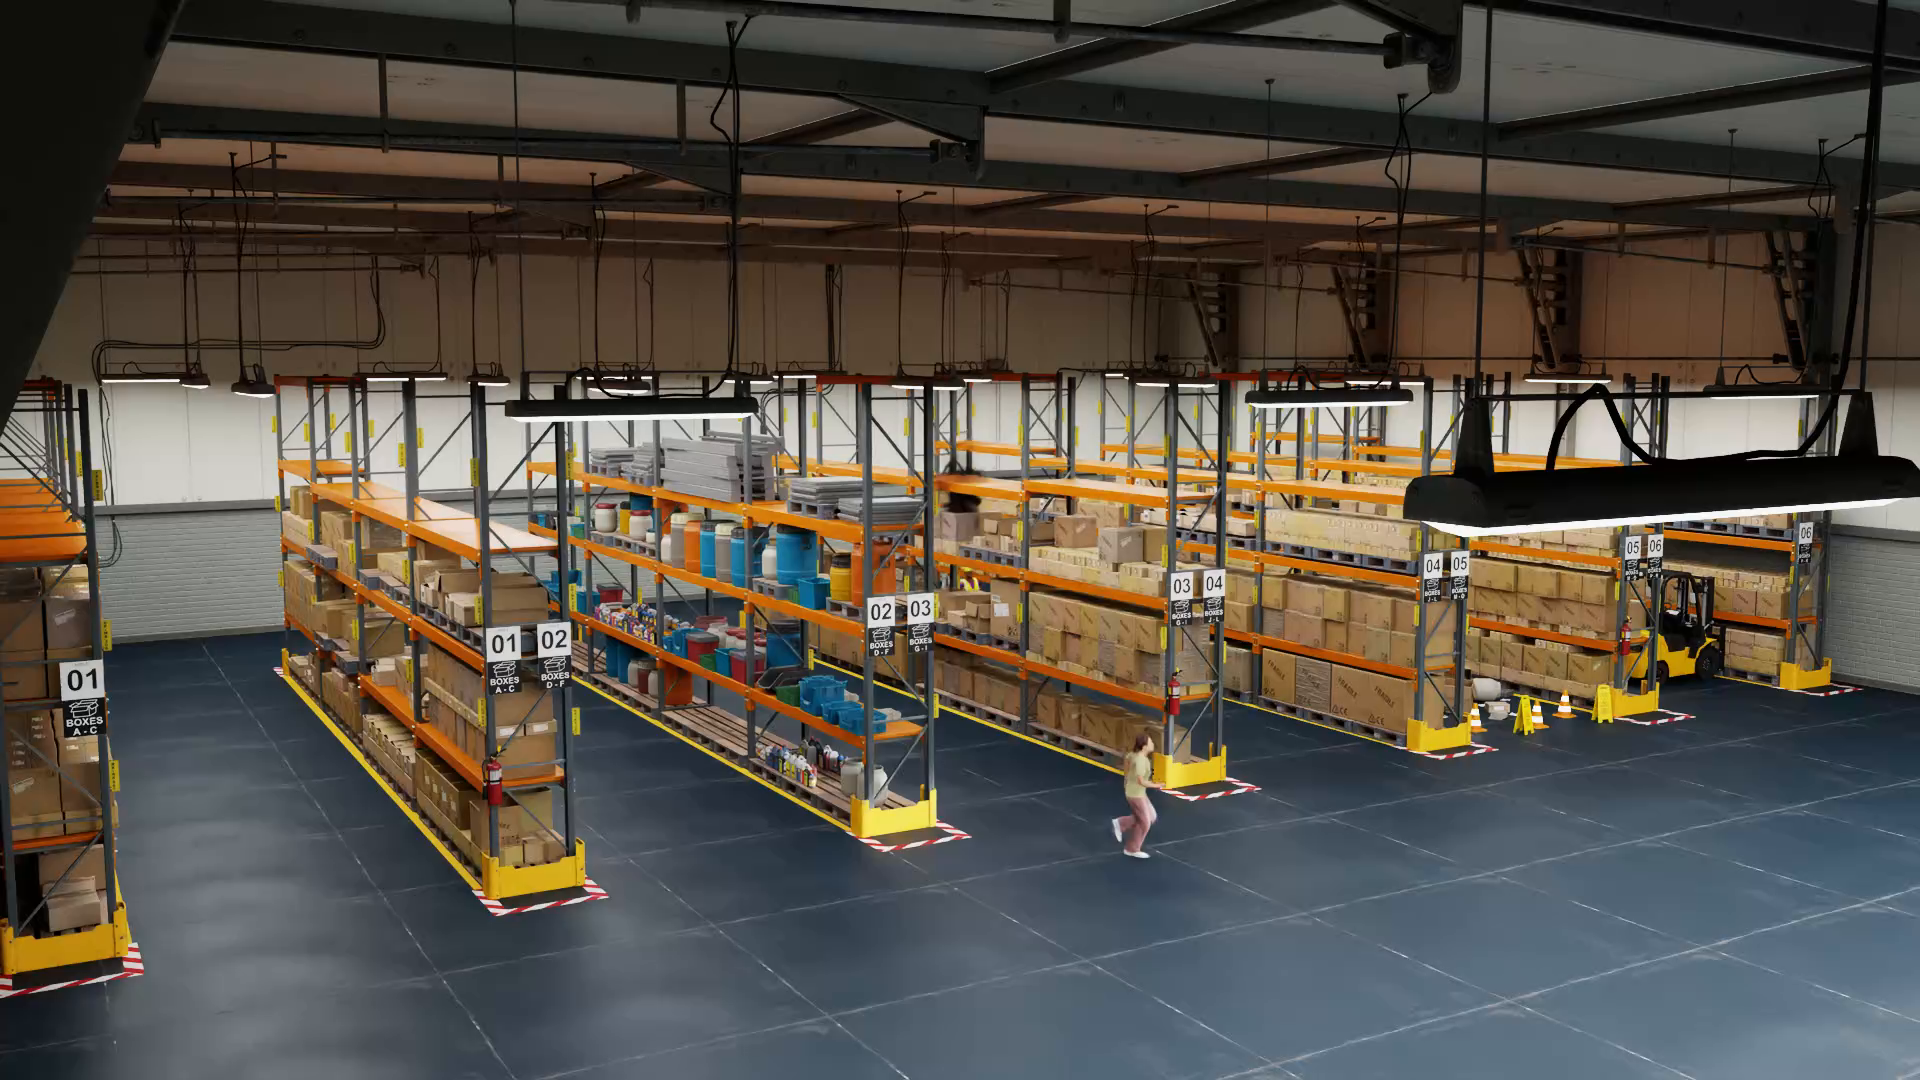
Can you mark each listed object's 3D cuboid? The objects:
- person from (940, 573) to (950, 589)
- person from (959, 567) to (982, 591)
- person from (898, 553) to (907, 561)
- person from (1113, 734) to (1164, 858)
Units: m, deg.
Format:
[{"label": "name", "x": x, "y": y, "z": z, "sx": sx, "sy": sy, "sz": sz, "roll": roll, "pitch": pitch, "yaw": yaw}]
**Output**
[{"label": "person", "x": -0.200, "y": 0.864, "z": 42.089, "sx": 0.826, "sy": 1.735, "sz": 0.715, "roll": -5, "pitch": 8, "yaw": -37}, {"label": "person", "x": 0.234, "y": 1.464, "z": 36.594, "sx": 0.704, "sy": 1.793, "sz": 0.890, "roll": -2, "pitch": 7, "yaw": -22}, {"label": "person", "x": -1.436, "y": 1.045, "z": 40.573, "sx": 0.707, "sy": 1.712, "sz": 0.740, "roll": 0, "pitch": 6, "yaw": -2}, {"label": "person", "x": 2.258, "y": 3.239, "z": 21.083, "sx": 0.632, "sy": 1.622, "sz": 0.619, "roll": 0, "pitch": 6, "yaw": 1}]
